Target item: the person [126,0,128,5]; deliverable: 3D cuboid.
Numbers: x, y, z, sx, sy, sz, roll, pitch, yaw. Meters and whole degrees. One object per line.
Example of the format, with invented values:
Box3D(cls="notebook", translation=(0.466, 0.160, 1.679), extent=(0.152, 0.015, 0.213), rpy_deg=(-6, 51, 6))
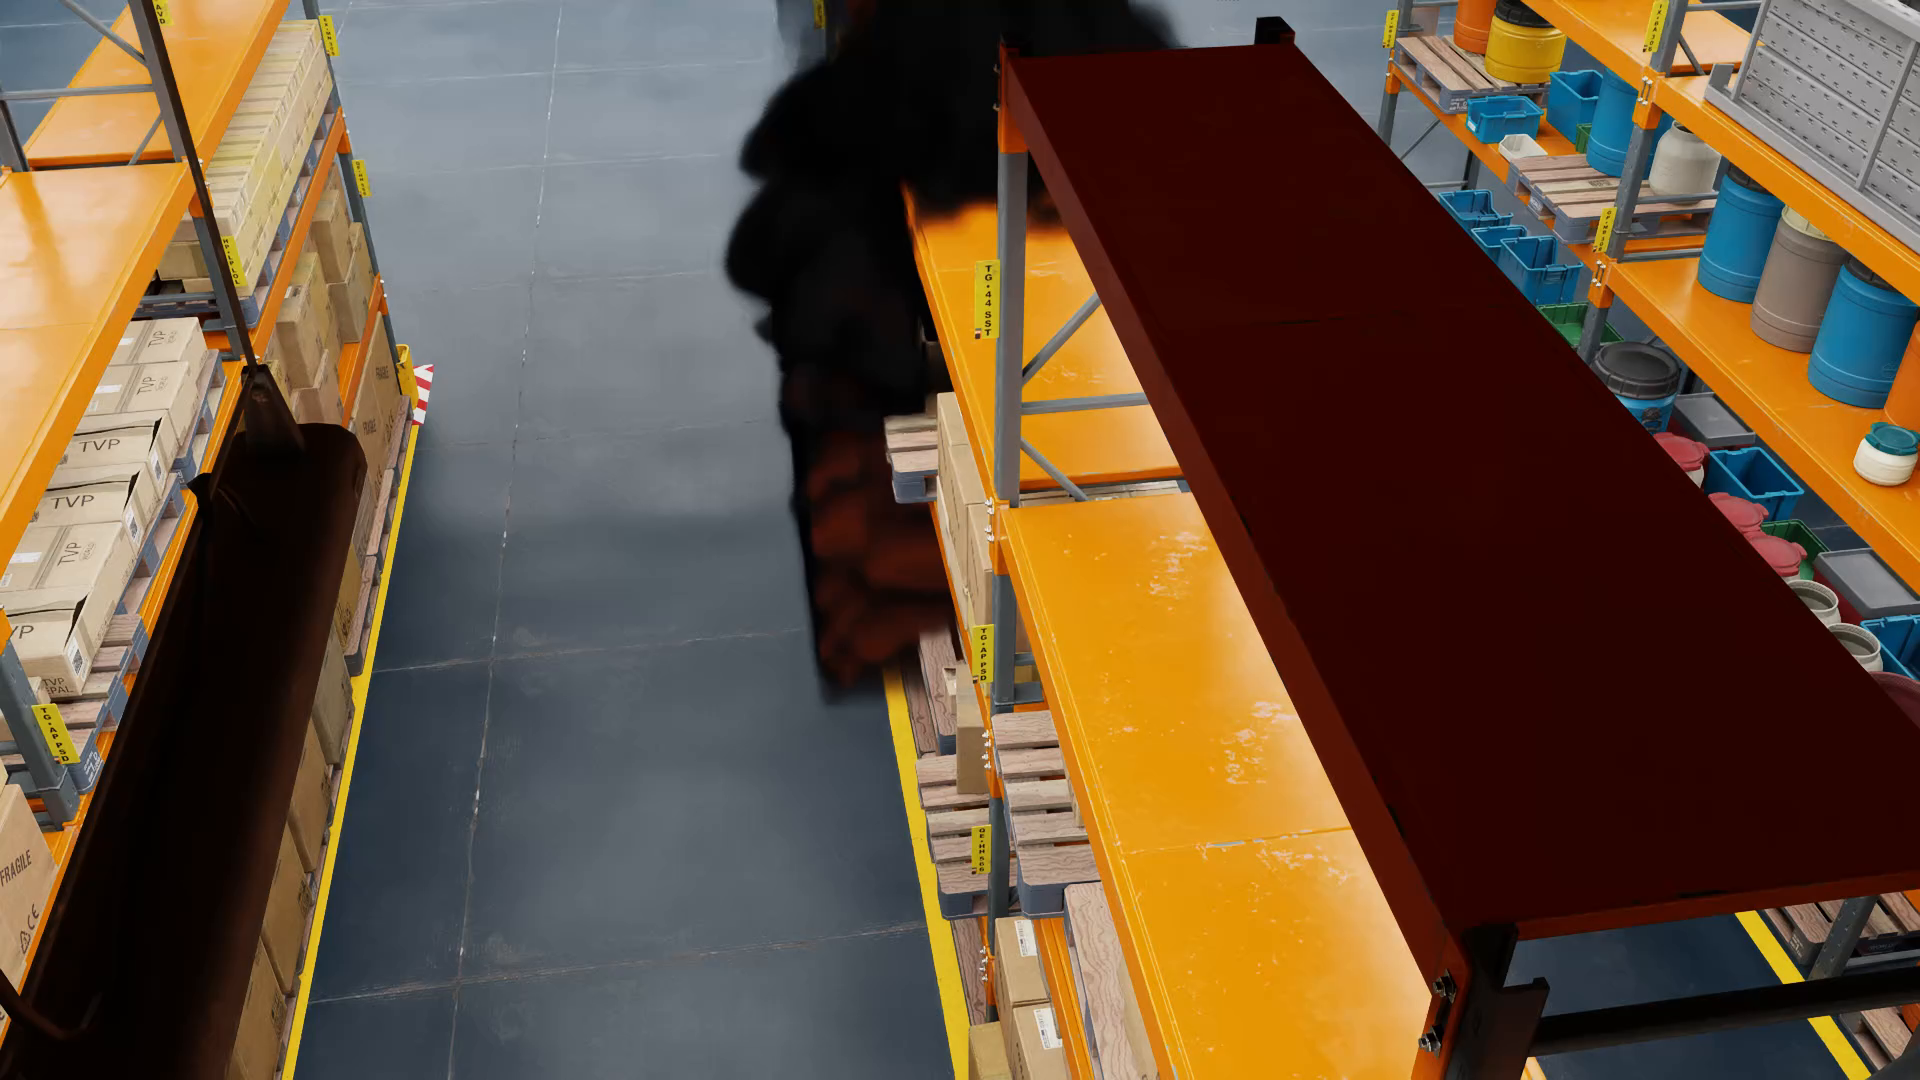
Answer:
Box3D(cls="person", translation=(-9.627, -5.717, 19.814), extent=(0.878, 1.696, 0.594), rpy_deg=(18, 40, 23))
